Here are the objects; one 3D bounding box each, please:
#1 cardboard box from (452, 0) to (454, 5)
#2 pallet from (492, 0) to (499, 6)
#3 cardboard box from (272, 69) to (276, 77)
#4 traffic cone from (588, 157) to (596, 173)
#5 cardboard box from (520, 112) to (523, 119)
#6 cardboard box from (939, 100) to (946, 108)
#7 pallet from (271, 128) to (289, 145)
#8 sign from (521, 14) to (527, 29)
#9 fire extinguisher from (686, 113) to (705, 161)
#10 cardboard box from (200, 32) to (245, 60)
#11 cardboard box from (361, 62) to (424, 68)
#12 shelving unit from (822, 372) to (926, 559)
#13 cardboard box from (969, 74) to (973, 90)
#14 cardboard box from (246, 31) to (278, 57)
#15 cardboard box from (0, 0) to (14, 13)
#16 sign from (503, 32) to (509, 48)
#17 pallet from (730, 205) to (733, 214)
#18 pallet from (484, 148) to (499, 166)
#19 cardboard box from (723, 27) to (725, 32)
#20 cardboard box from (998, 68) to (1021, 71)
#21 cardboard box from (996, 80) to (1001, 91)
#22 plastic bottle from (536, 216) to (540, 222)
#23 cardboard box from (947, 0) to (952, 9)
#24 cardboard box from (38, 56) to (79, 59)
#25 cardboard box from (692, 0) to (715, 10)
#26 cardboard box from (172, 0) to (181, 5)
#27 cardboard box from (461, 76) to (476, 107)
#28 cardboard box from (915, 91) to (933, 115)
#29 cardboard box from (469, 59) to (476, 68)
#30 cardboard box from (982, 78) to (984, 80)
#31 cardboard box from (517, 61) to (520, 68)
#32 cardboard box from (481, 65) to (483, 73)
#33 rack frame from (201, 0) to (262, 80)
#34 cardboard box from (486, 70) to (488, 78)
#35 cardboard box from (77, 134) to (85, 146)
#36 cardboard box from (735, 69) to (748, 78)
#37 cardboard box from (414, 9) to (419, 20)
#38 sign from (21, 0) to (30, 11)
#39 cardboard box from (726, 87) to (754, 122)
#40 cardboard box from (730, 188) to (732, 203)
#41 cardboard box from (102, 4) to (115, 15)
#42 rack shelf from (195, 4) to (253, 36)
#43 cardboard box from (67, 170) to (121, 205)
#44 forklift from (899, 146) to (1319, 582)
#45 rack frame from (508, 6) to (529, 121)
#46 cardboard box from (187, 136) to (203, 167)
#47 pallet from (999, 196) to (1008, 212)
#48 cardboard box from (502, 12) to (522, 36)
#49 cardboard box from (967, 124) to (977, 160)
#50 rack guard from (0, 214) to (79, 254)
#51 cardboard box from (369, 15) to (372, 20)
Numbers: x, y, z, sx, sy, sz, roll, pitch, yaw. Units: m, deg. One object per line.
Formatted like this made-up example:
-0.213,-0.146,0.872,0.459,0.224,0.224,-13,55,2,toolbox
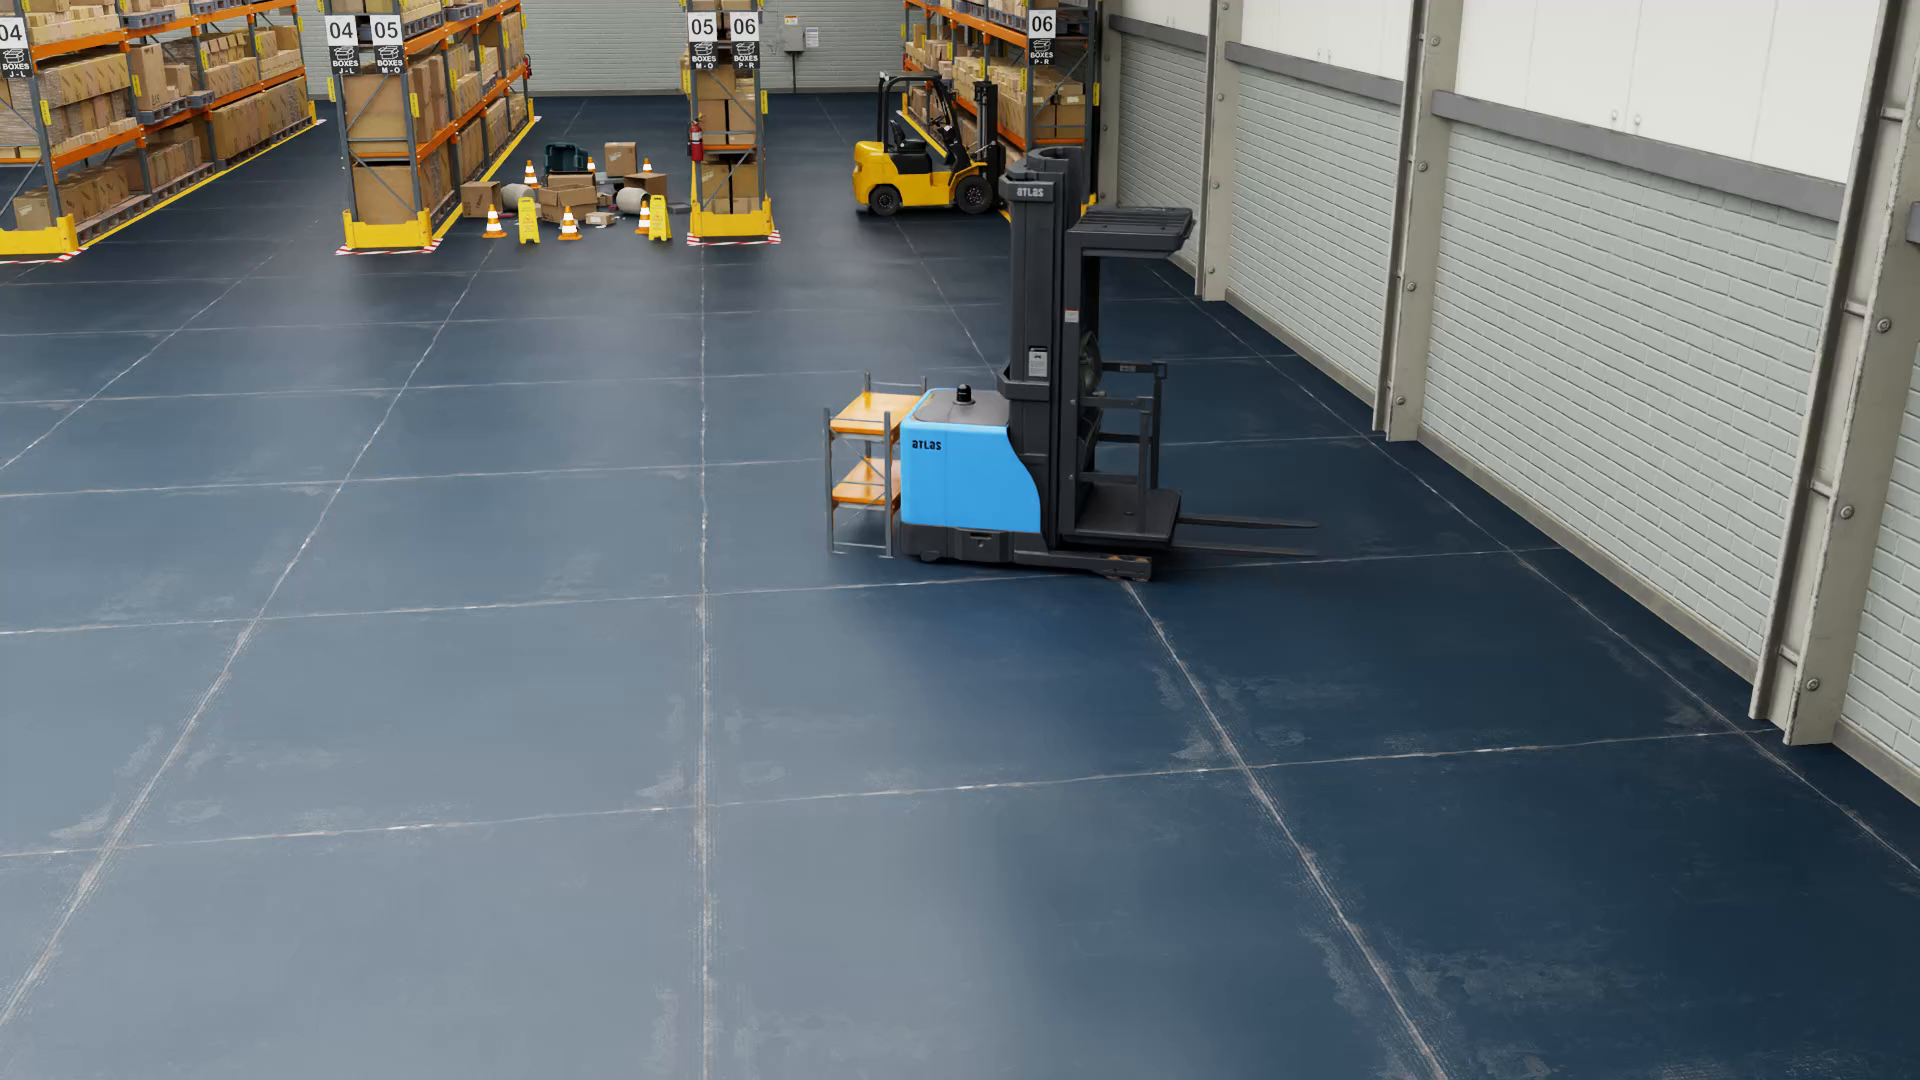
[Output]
-8.937,-9.339,28.595,0.396,0.266,0.258,-3,21,-8,cardboard box
-10.047,-10.963,33.762,1.213,0.211,1.003,-3,21,-8,pallet
-14.783,-9.924,35.359,0.380,0.149,0.250,-3,21,-9,cardboard box
-6.589,-6.600,29.725,0.336,0.463,0.334,-3,21,-8,traffic cone
-10.087,-9.589,37.578,0.380,0.149,0.250,-4,21,-10,cardboard box
-0.230,-9.230,35.187,0.380,0.149,0.250,-3,21,-8,cardboard box
-14.985,-8.610,35.468,1.003,0.211,1.213,-3,21,-8,pallet
-10.055,-11.961,38.347,0.100,0.325,0.005,-3,21,-8,sign
-3.857,-5.895,24.324,0.296,0.674,0.183,-3,21,-8,fire extinguisher
-14.853,-9.945,33.480,0.797,0.503,0.637,-3,21,-9,cardboard box
-8.638,-6.980,25.359,0.875,0.550,0.500,-3,21,-8,cardboard box
-0.628,-0.588,12.683,0.538,1.125,1.048,5,21,13,shelving unit
0.445,-8.307,30.170,0.500,0.250,0.500,-3,21,-7,cardboard box
-14.912,-10.599,35.525,0.500,0.500,0.500,-4,21,-9,cardboard box
-13.697,-7.844,23.861,0.500,0.500,0.500,-3,21,-8,cardboard box
-9.482,-10.436,34.716,0.100,0.325,0.005,-3,21,-8,sign
-3.510,-4.997,25.795,1.003,0.211,1.213,-3,21,-8,pallet
-9.565,-7.444,32.345,1.003,0.211,1.213,-3,21,-8,pallet
-3.518,-8.033,26.009,0.380,0.149,0.250,-3,21,-8,cardboard box
0.843,-7.822,27.876,0.380,0.149,0.250,-3,21,-9,cardboard box
0.806,-7.500,27.439,0.380,0.149,0.250,-3,21,-8,cardboard box
-6.723,-5.062,26.182,0.133,0.061,0.283,-11,23,-26,plastic bottle
0.027,-10.516,32.513,0.500,0.250,0.500,-4,21,-10,cardboard box
-13.913,-7.192,25.689,0.500,0.500,0.500,-3,21,-8,cardboard box
-3.758,-7.758,24.132,0.380,0.149,0.250,-3,21,-7,cardboard box
-13.976,-9.621,29.044,0.500,0.500,0.500,-3,21,-8,cardboard box
-8.981,-8.038,29.808,0.500,0.500,0.500,-3,21,-9,cardboard box
-0.756,-10.109,38.467,0.500,0.500,0.500,-3,21,-7,cardboard box
-9.329,-9.009,31.458,0.380,0.149,0.250,-3,21,-8,cardboard box
0.594,-8.177,29.253,0.380,0.149,0.250,-3,21,-9,cardboard box
-10.171,-10.772,37.629,0.380,0.149,0.250,-2,21,-6,cardboard box
-9.408,-9.062,32.024,0.380,0.149,0.250,-4,21,-9,cardboard box
-14.953,-9.649,34.264,1.000,3.000,0.127,-3,21,-8,rack frame
-9.512,-9.183,32.774,0.380,0.149,0.250,-3,21,-7,cardboard box
-13.215,-5.920,24.639,0.380,0.149,0.250,-3,21,-8,cardboard box
-3.777,-7.939,28.517,0.500,0.500,0.500,-2,21,-6,cardboard box
-8.179,-7.725,24.442,0.380,0.149,0.250,-3,21,-8,cardboard box
-12.687,-7.337,22.536,0.100,0.325,0.005,-3,21,-8,sign
-3.445,-6.890,26.308,0.500,0.500,0.500,-3,21,-9,cardboard box
-3.417,-5.562,26.650,0.500,0.250,0.500,-2,21,-4,cardboard box
-13.467,-8.303,26.018,0.380,0.149,0.250,-2,21,-6,cardboard box
-14.665,-10.025,32.011,1.077,0.370,4.000,-3,21,-8,rack shelf
-13.692,-5.567,26.306,0.500,0.500,0.500,4,21,9,cardboard box
1.123,-1.277,11.947,3.031,2.935,1.130,4,21,11,forklift
-10.607,-11.249,38.549,1.000,3.000,0.127,-3,21,-8,rack frame
-14.260,-7.069,30.298,0.700,0.500,0.500,-4,21,-11,cardboard box
1.170,-5.624,27.472,1.003,0.211,1.213,-3,21,-8,pallet
-10.295,-11.758,37.913,0.500,0.500,0.500,-3,21,-9,cardboard box
0.617,-7.425,31.102,0.875,0.625,0.625,-4,21,-10,cardboard box
-13.234,-4.350,23.648,1.175,0.500,0.348,-3,21,-8,rack guard
-8.831,-7.691,24.351,0.380,0.149,0.250,-3,21,-9,cardboard box
